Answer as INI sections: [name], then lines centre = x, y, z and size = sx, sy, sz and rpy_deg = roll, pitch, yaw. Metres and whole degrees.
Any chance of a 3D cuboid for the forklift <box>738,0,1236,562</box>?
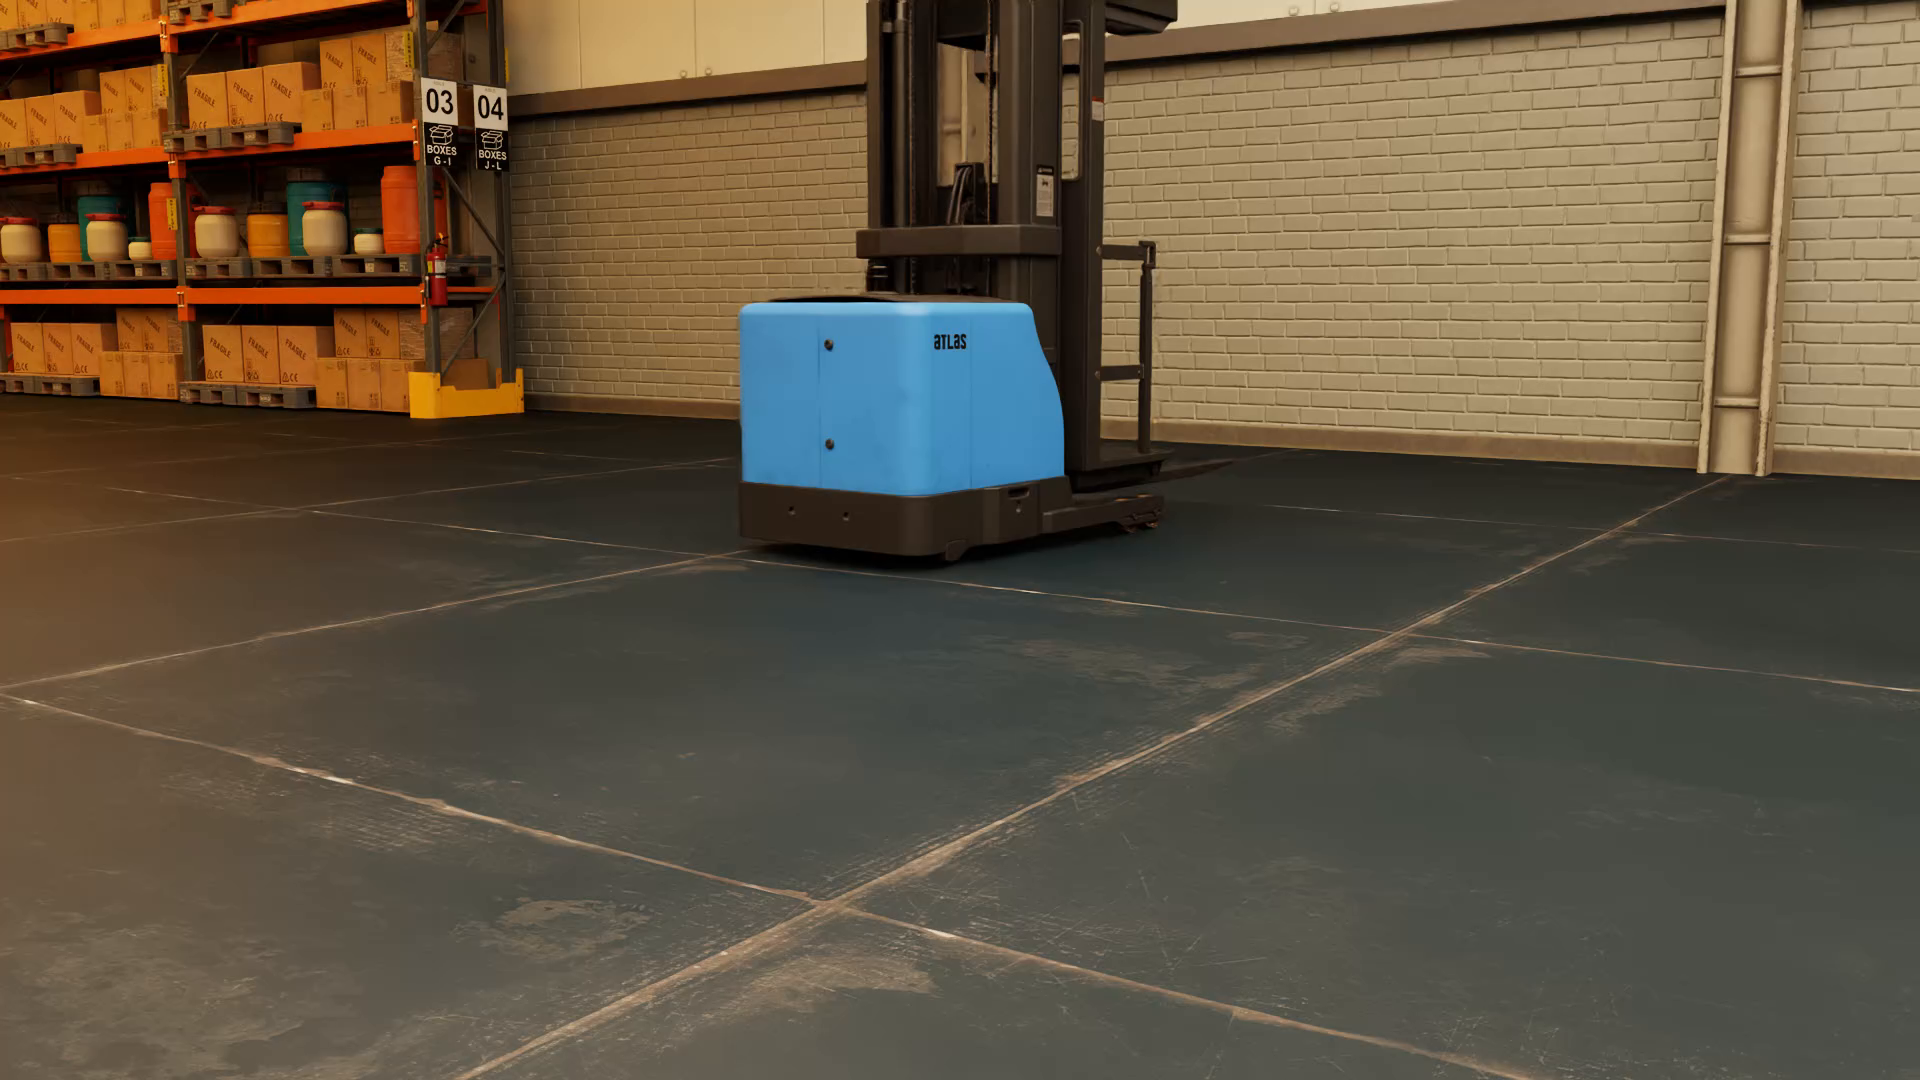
[forklift]
centre = 0.329, -1.523, 7.906
size = 1.130, 2.935, 3.031
rpy_deg = 6, 10, 37
